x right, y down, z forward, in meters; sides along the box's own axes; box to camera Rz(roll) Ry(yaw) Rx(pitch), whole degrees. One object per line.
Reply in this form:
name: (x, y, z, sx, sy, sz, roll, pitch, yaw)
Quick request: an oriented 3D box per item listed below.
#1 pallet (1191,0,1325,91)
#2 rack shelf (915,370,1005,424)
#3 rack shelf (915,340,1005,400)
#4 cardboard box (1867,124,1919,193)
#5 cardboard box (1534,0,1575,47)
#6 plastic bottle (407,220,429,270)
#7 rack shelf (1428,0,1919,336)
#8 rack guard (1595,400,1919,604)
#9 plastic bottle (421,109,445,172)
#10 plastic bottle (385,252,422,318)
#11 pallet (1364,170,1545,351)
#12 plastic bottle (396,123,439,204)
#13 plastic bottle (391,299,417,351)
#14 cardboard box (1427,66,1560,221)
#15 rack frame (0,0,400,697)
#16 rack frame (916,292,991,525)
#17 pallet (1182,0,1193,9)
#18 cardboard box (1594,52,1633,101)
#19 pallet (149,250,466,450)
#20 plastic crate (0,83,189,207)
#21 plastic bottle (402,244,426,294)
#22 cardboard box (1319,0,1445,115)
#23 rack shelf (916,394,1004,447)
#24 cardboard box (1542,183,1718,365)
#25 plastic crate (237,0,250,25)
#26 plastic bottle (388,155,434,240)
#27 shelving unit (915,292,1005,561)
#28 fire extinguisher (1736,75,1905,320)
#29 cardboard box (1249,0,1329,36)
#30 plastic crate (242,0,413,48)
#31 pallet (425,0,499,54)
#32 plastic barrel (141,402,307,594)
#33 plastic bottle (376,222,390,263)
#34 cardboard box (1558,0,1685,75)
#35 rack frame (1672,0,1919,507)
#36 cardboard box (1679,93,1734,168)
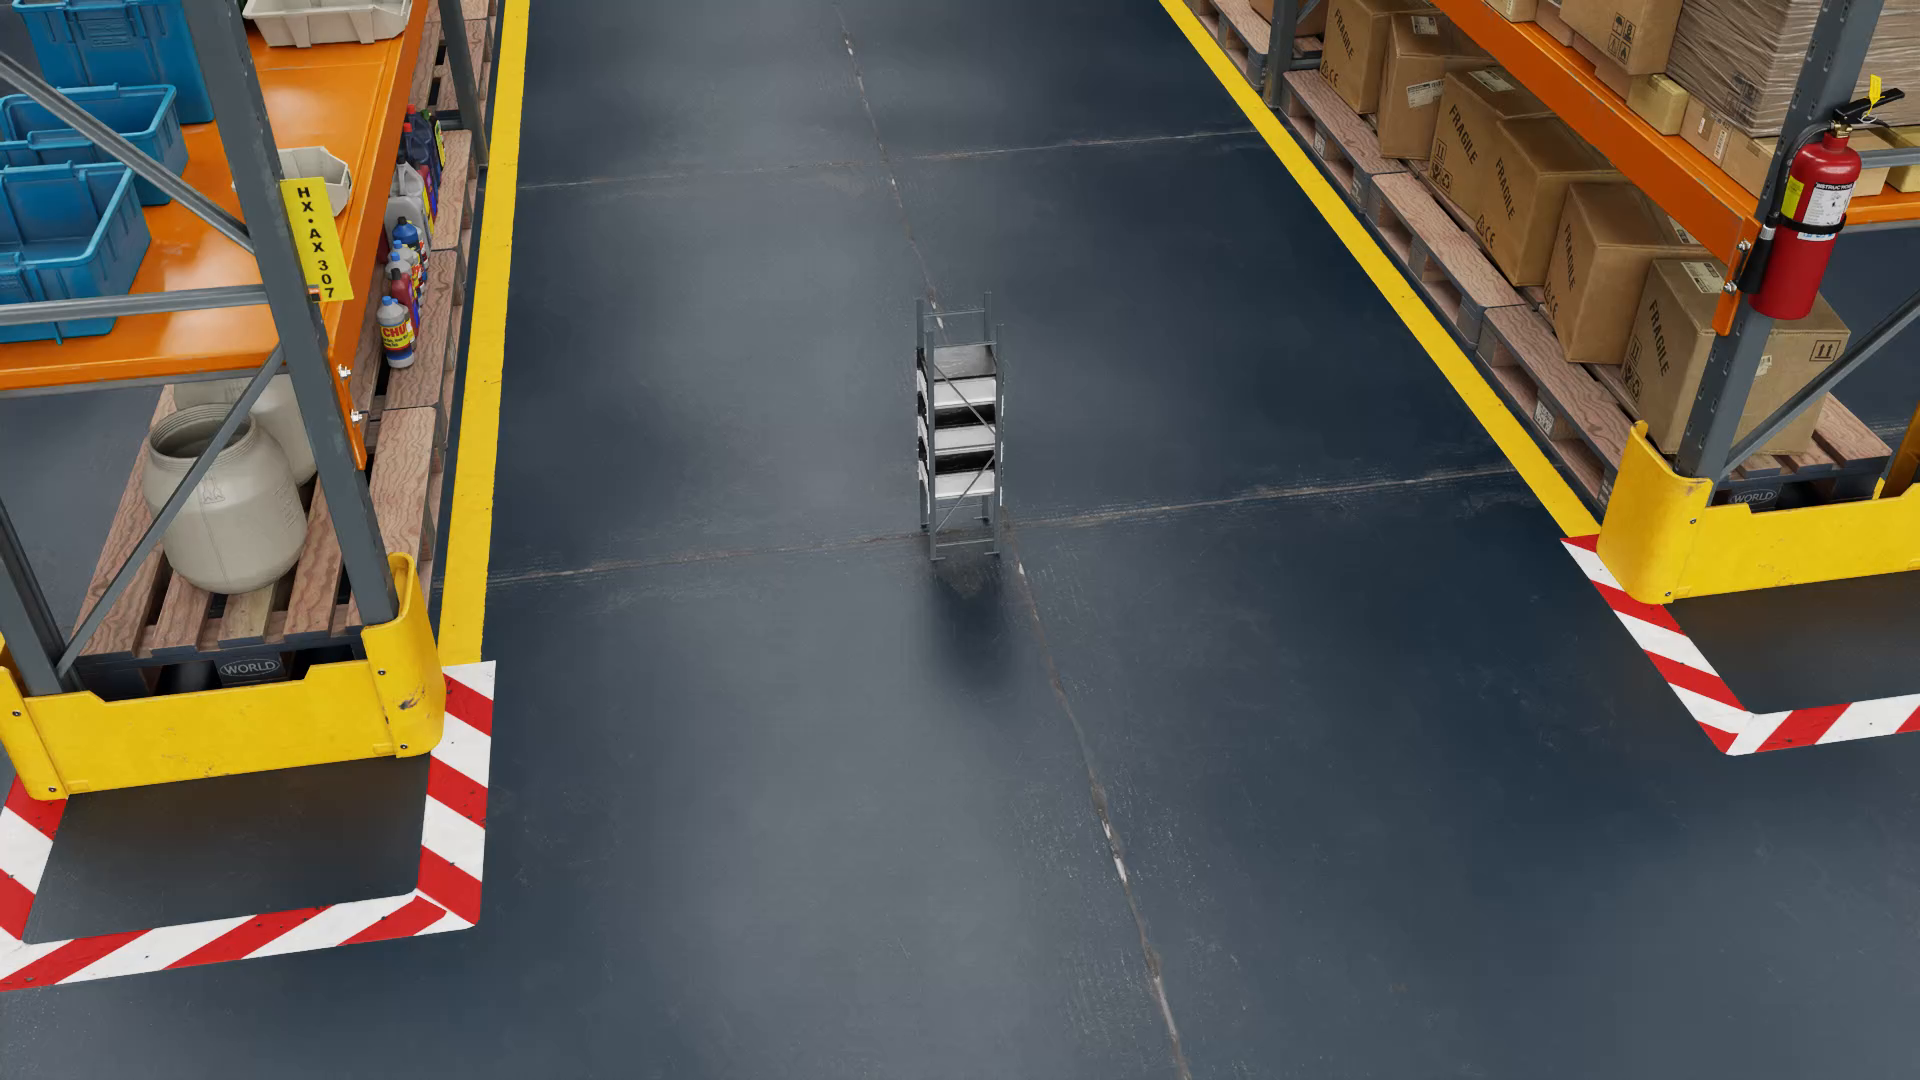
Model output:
pallet: (1.947, -2.872, 9.275, 1.003, 0.211, 1.213, -6, 38, -8)
rack shelf: (-0.001, -0.476, 5.390, 0.258, 0.077, 0.200, -6, 38, -8)
rack shelf: (-0.001, -0.547, 5.335, 0.258, 0.077, 0.200, -6, 38, -8)
cardboard box: (2.971, -1.186, 5.036, 0.380, 0.149, 0.250, -6, 38, -8)
cardboard box: (2.298, -1.891, 5.944, 0.380, 0.149, 0.250, -6, 38, -8)
plastic bottle: (-2.232, -1.203, 6.776, 0.097, 0.201, 0.097, 0, 38, 0)
rack shelf: (2.436, -2.011, 6.480, 1.077, 0.370, 4.000, -6, 38, -8)
rack guard: (2.773, -0.146, 5.530, 1.175, 0.500, 0.348, -6, 38, -8)
plastic bottle: (-2.382, -1.816, 7.498, 0.061, 0.283, 0.133, -4, 38, -6)
plastic bottle: (-2.161, -0.986, 6.440, 0.097, 0.271, 0.097, 0, 38, 0)
pallet: (2.455, -1.262, 7.202, 1.003, 0.211, 1.213, -6, 38, -8)
plastic bottle: (-2.361, -1.624, 7.196, 0.144, 0.351, 0.185, -8, 39, -10)
plastic bottle: (-2.119, -0.814, 6.275, 0.097, 0.201, 0.097, 0, 38, 0)
cardboard box: (2.410, -1.724, 7.220, 0.500, 0.500, 0.500, -9, 39, -12)
rack frame: (-2.090, -0.554, 4.018, 1.000, 3.000, 0.127, -6, 38, -8)
rack frame: (-0.019, -0.422, 5.559, 0.240, 0.900, 0.006, -6, 38, -8)
pallet: (1.730, -3.610, 10.225, 1.003, 0.211, 1.213, -6, 38, -8)
cardboard box: (2.367, -1.587, 5.552, 0.380, 0.149, 0.250, -6, 38, -8)
pallet: (-2.497, -0.721, 6.505, 1.003, 0.211, 1.213, -6, 38, -8)
plastic crate: (-2.581, -1.159, 4.917, 0.499, 0.251, 0.408, -6, 38, -8)
plastic bottle: (-2.196, -1.079, 6.616, 0.097, 0.201, 0.097, 0, 38, 0)
cardboard box: (2.116, -2.436, 8.136, 0.500, 0.500, 0.500, -7, 38, -9)
rack shelf: (-0.001, -0.405, 5.445, 0.258, 0.077, 0.200, -6, 38, -8)
cardboard box: (2.555, -1.002, 6.290, 0.500, 0.500, 0.500, 3, 38, 4)
plastic crate: (-2.831, -2.036, 6.099, 0.450, 0.188, 0.662, -6, 38, -8)
plastic bottle: (-2.304, -1.429, 6.945, 0.144, 0.351, 0.185, -6, 38, -8)
shelving unit: (-0.001, -0.360, 5.480, 0.258, 0.900, 0.210, -6, 38, -8)
fire extinguisher: (2.353, -0.938, 4.575, 0.296, 0.674, 0.183, -6, 38, -8)
cardboard box: (1.998, -3.063, 8.926, 0.700, 0.500, 0.500, -9, 39, -11)
plastic crate: (-2.257, -1.913, 5.982, 0.530, 0.136, 0.437, -6, 38, -8)
pallet: (-3.184, -3.078, 9.540, 1.003, 0.211, 1.213, -6, 38, -8)
plastic barrel: (-2.281, -0.127, 5.154, 0.421, 0.512, 0.421, 0, 38, 0)
plastic bottle: (-2.385, -1.292, 6.824, 0.061, 0.283, 0.133, -6, 38, -8)
cardboard box: (2.511, -1.868, 5.386, 0.875, 0.500, 0.500, -6, 38, -8)
rack frame: (2.786, -1.087, 4.704, 1.000, 3.000, 0.127, -6, 38, -8)
cardboard box: (2.490, -1.289, 5.169, 0.380, 0.149, 0.250, -6, 38, -8)
